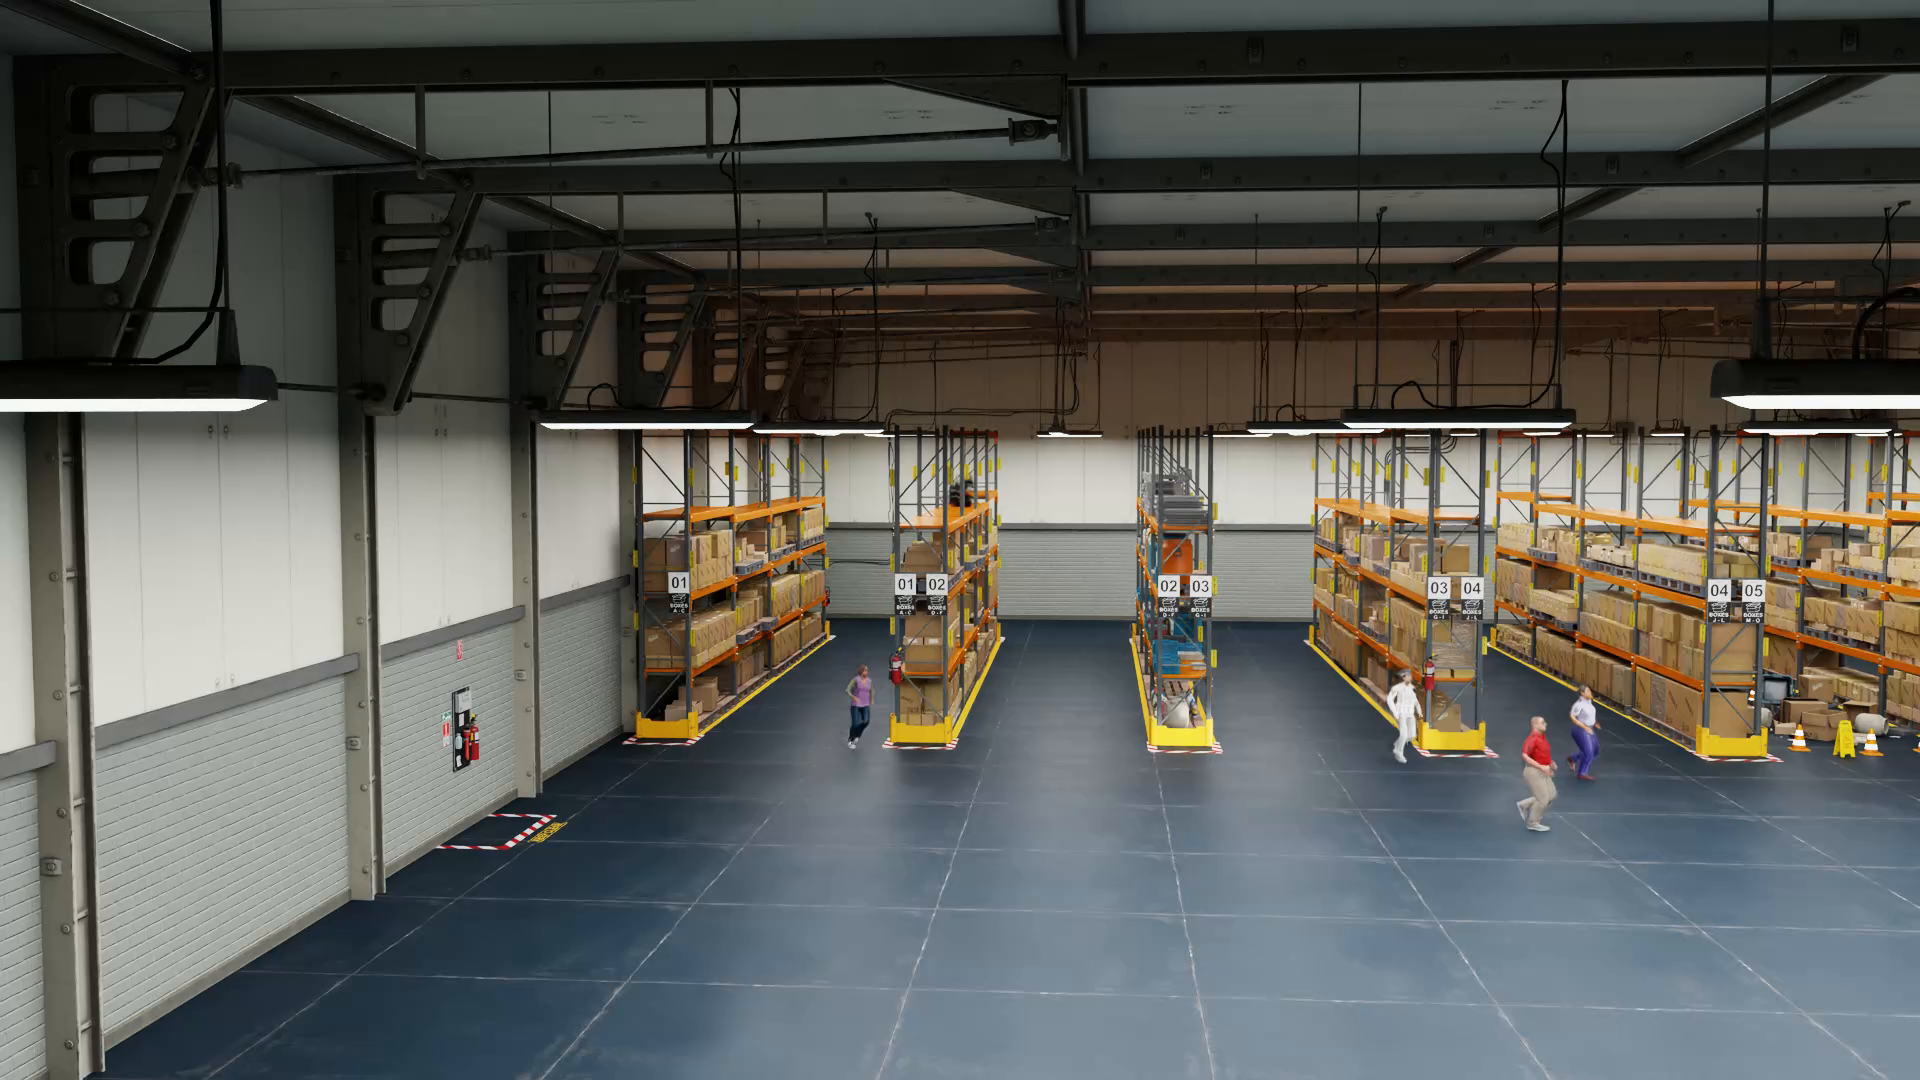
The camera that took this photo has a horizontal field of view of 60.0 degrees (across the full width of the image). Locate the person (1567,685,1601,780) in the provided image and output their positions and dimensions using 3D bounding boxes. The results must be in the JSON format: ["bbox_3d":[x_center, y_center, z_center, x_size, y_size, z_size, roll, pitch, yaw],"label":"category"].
[{"bbox_3d":[10.483,3.234,28.064,0.546,1.599,0.594,3,5,43],"label":"person"}]

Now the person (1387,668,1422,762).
[{"bbox_3d":[7.972,3.126,29.758,0.673,1.647,0.485,-1,4,-19],"label":"person"}]

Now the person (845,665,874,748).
[{"bbox_3d":[-1.822,3.098,30.942,0.596,1.543,0.516,-2,4,-24],"label":"person"}]

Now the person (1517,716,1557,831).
[{"bbox_3d":[8.436,3.413,24.358,0.596,1.677,0.646,2,4,36],"label":"person"}]
